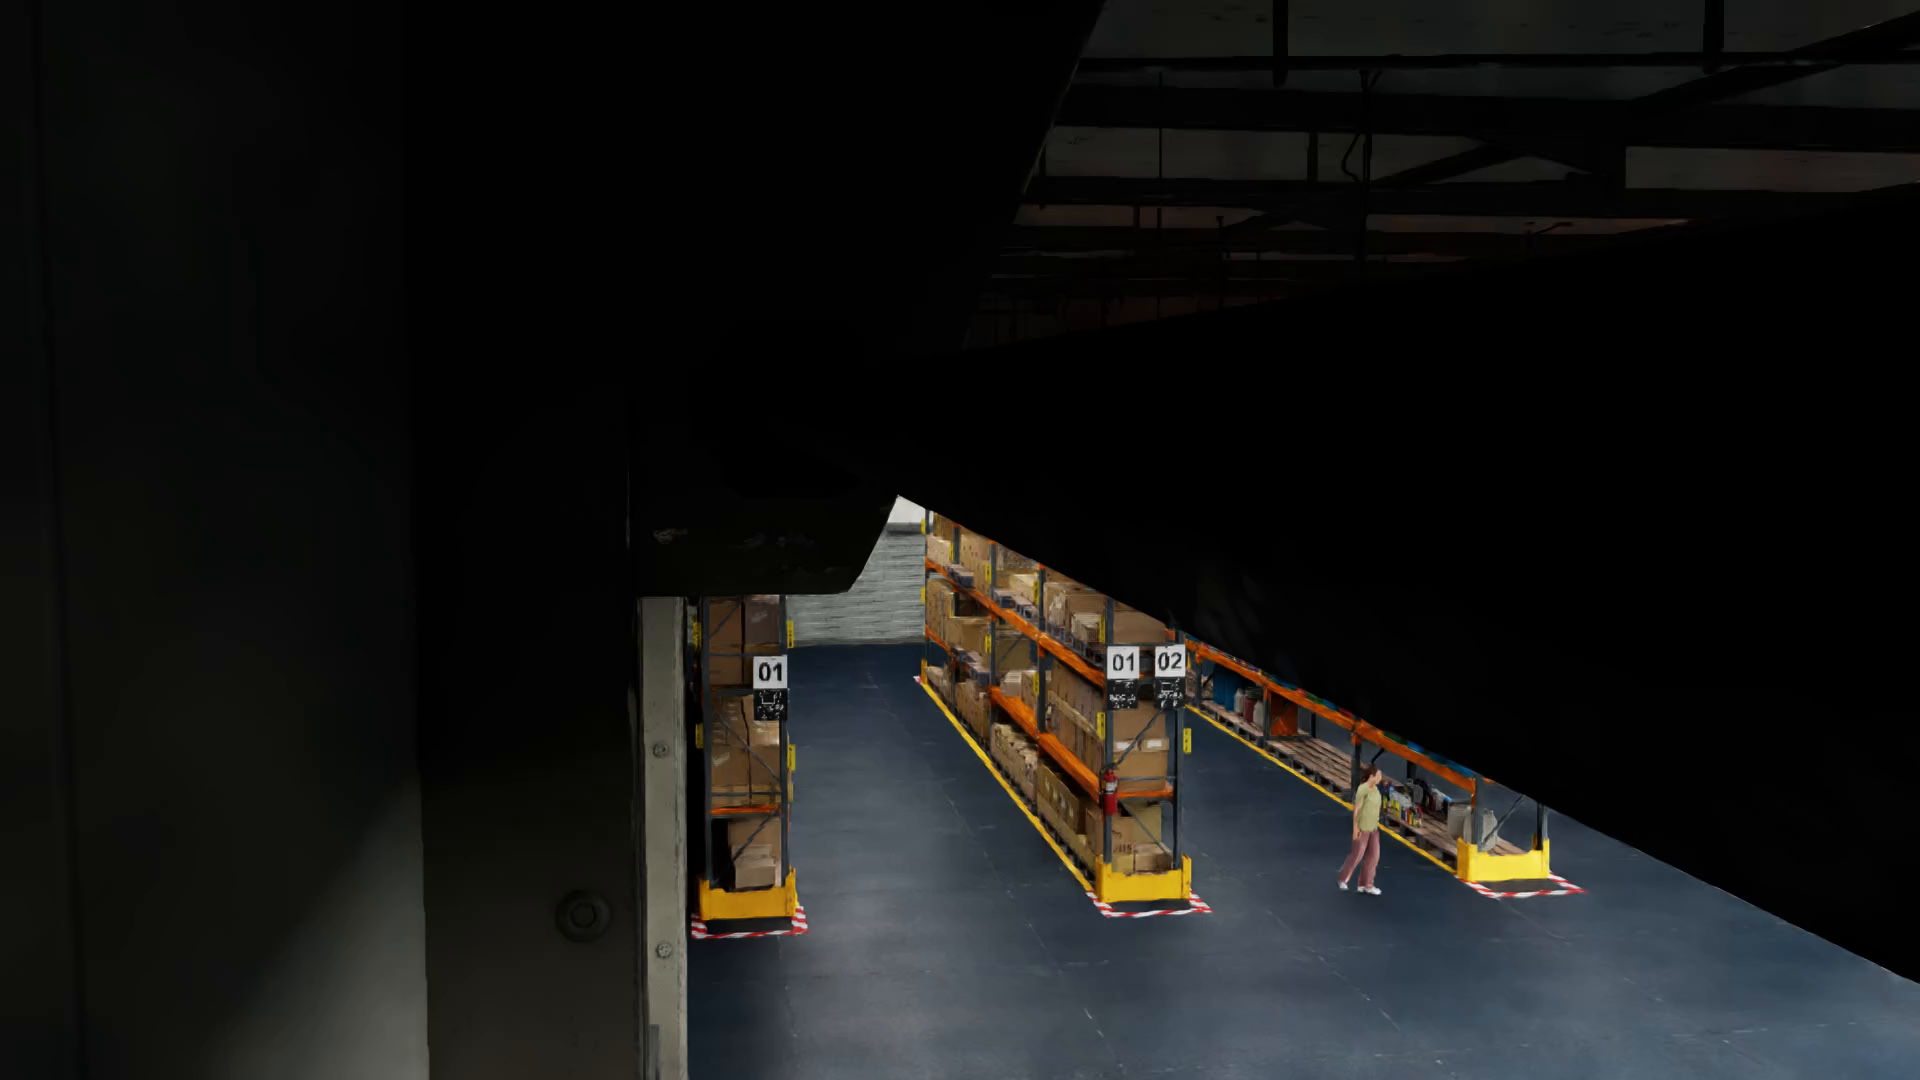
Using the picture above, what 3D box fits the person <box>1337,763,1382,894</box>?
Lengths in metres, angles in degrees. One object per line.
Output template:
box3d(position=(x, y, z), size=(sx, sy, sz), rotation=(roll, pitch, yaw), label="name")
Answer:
box3d(position=(5.087, 3.649, 21.136), size=(0.553, 1.658, 0.502), rotation=(5, 7, 44), label="person")
